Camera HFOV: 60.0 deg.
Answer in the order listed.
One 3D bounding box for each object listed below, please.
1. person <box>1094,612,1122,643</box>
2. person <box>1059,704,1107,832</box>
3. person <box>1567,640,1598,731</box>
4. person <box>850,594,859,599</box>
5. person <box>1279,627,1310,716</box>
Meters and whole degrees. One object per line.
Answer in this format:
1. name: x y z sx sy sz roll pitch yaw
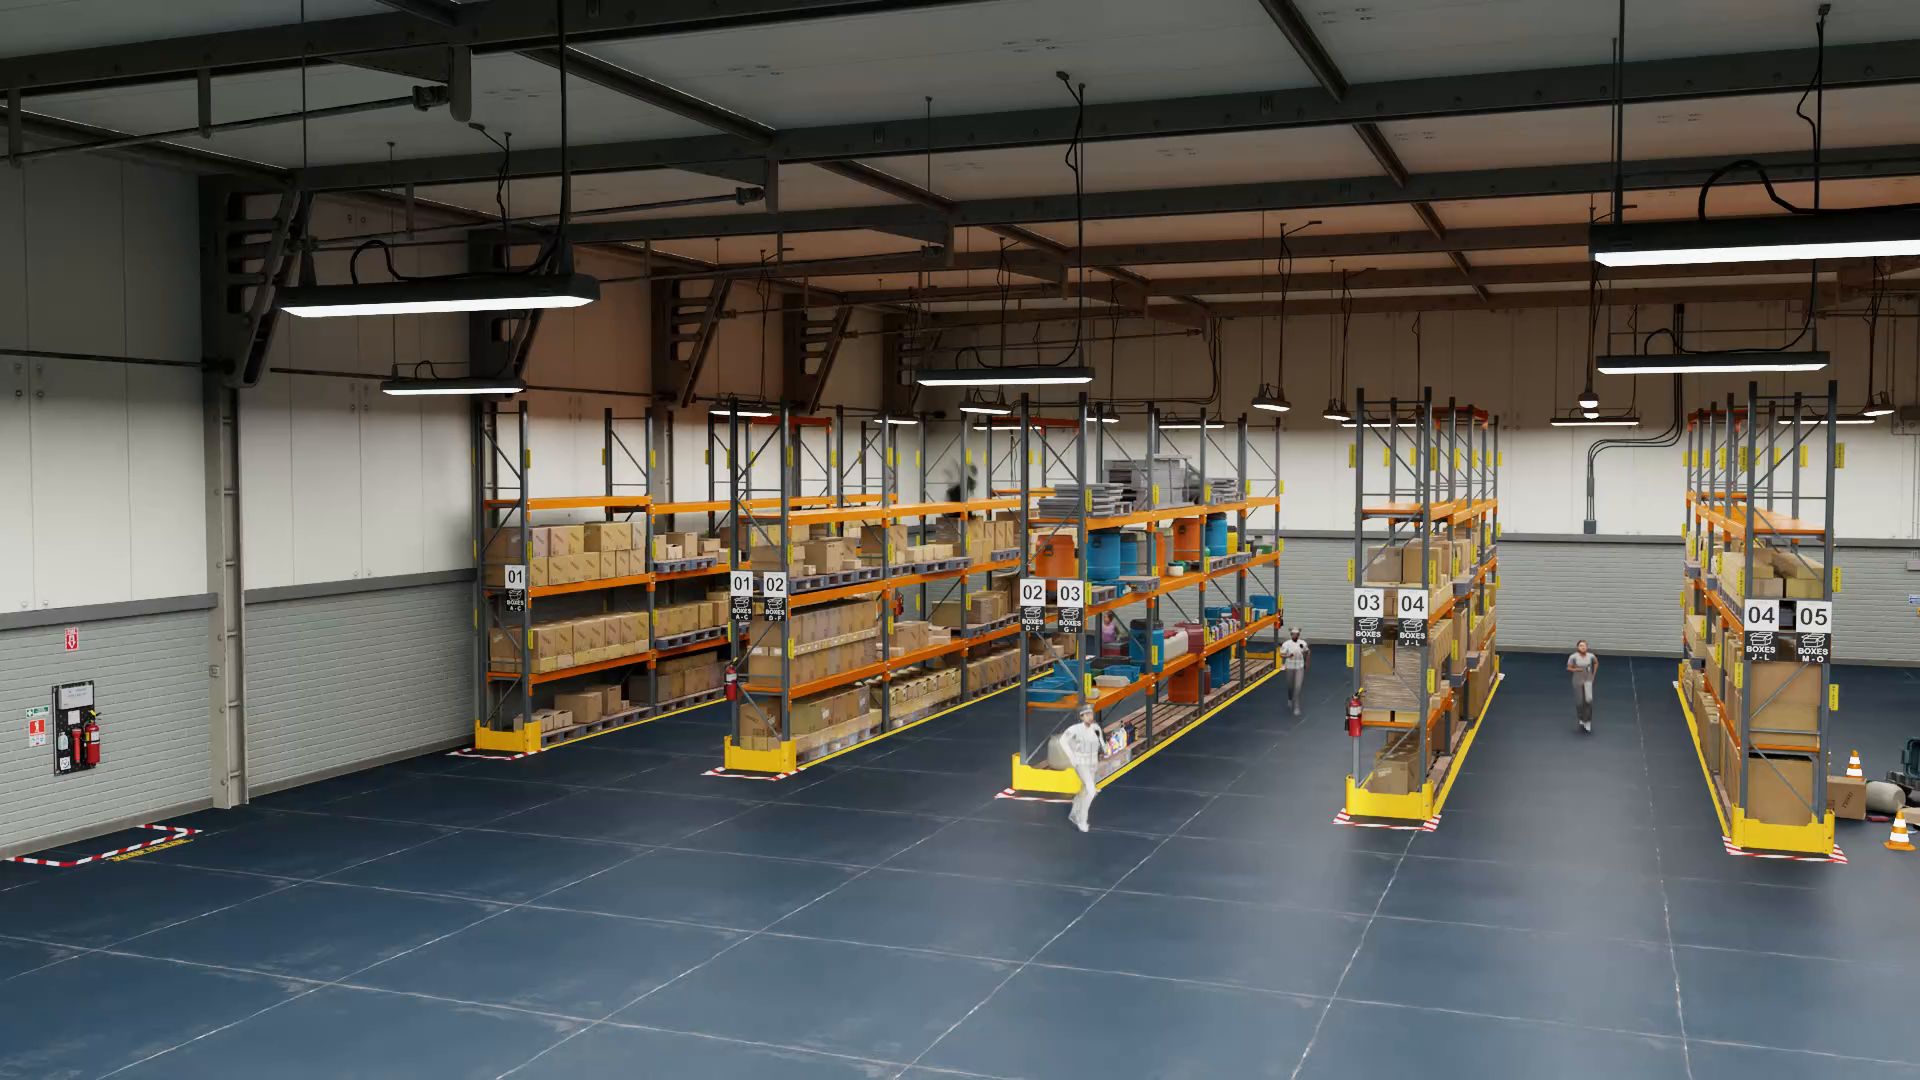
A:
1. person: 2.965 2.262 33.551 0.543 1.618 0.786 1 3 16
2. person: 1.719 3.077 22.511 0.579 1.740 0.708 -2 3 -33
3. person: 11.525 2.680 30.804 0.550 1.677 0.757 1 3 19
4. person: -2.324 2.052 36.439 0.704 1.807 0.926 1 3 12
5. person: 6.582 2.541 32.715 0.604 1.703 0.900 0 3 10
